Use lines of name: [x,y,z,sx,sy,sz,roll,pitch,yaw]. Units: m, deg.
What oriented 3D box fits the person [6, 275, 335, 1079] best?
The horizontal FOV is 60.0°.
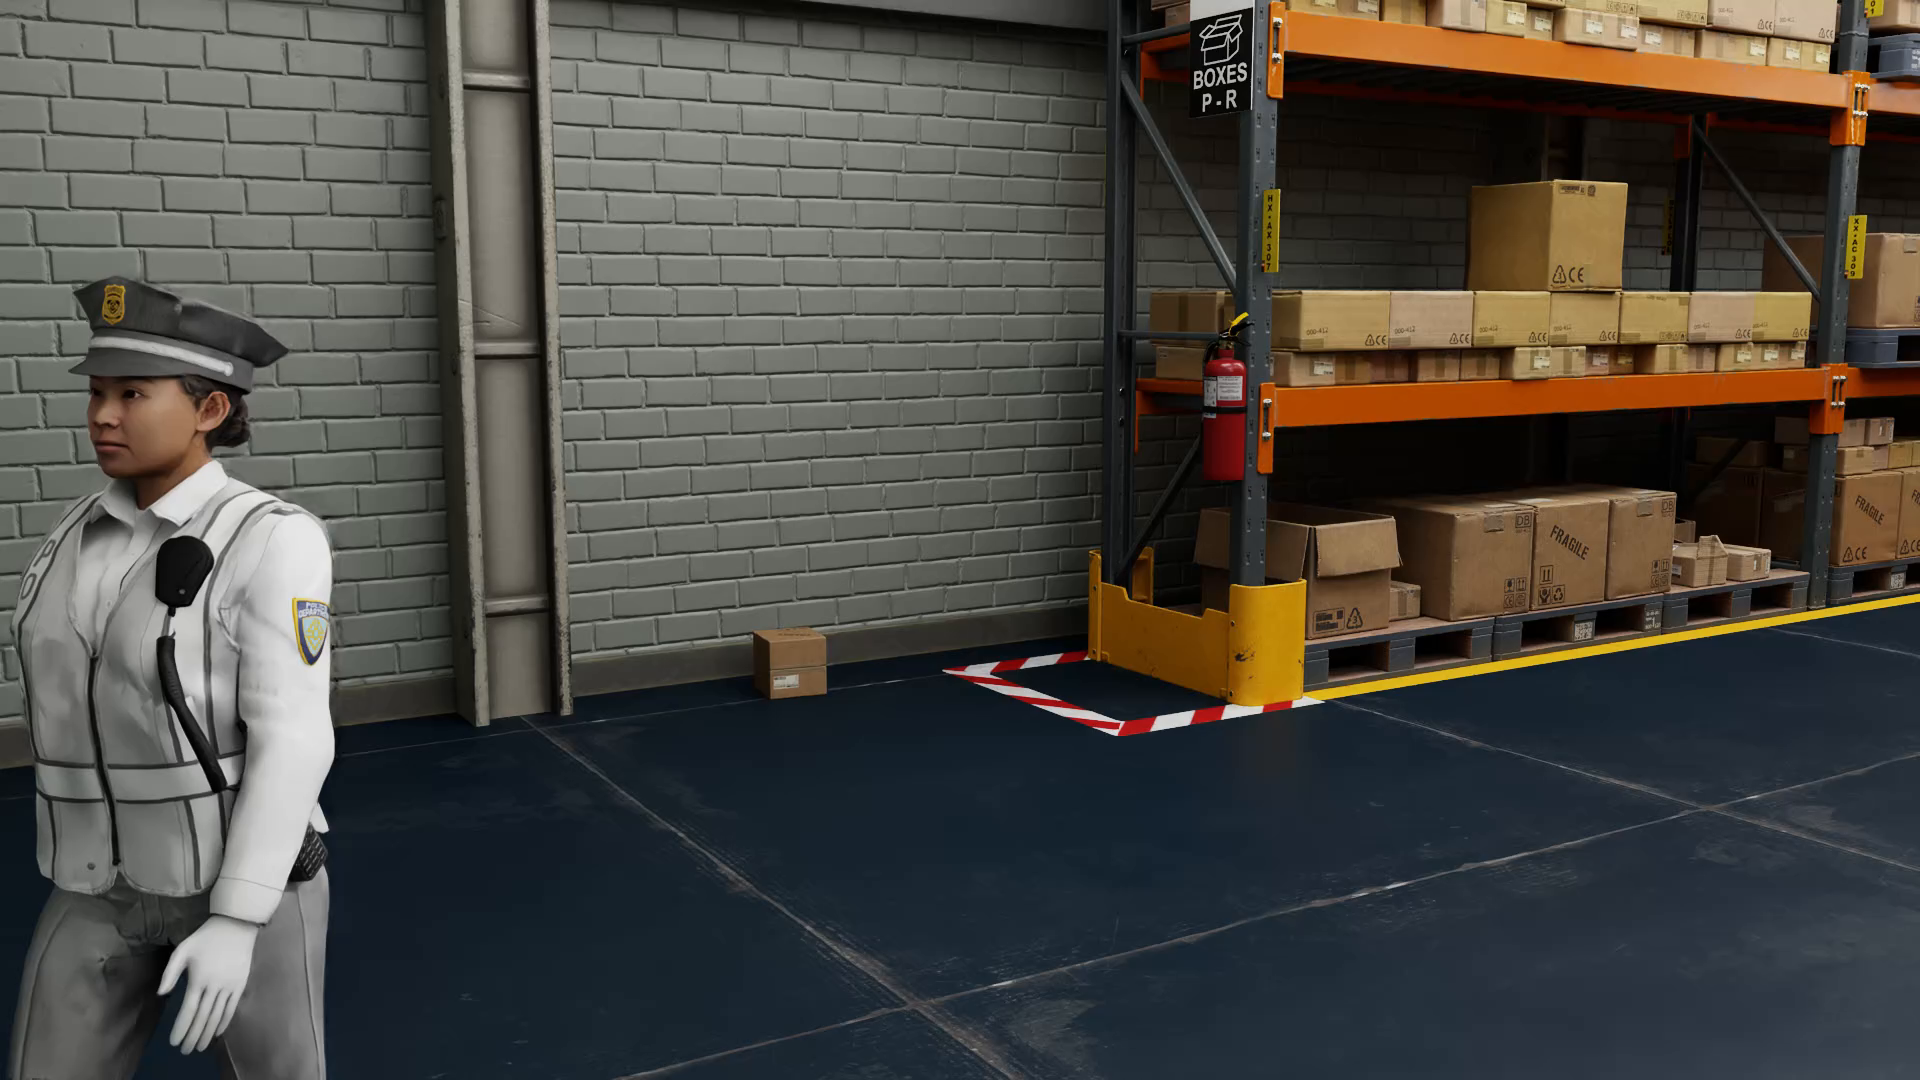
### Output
person: [-1.082,0.499,2.189,0.495,1.677,0.752,2,8,10]
